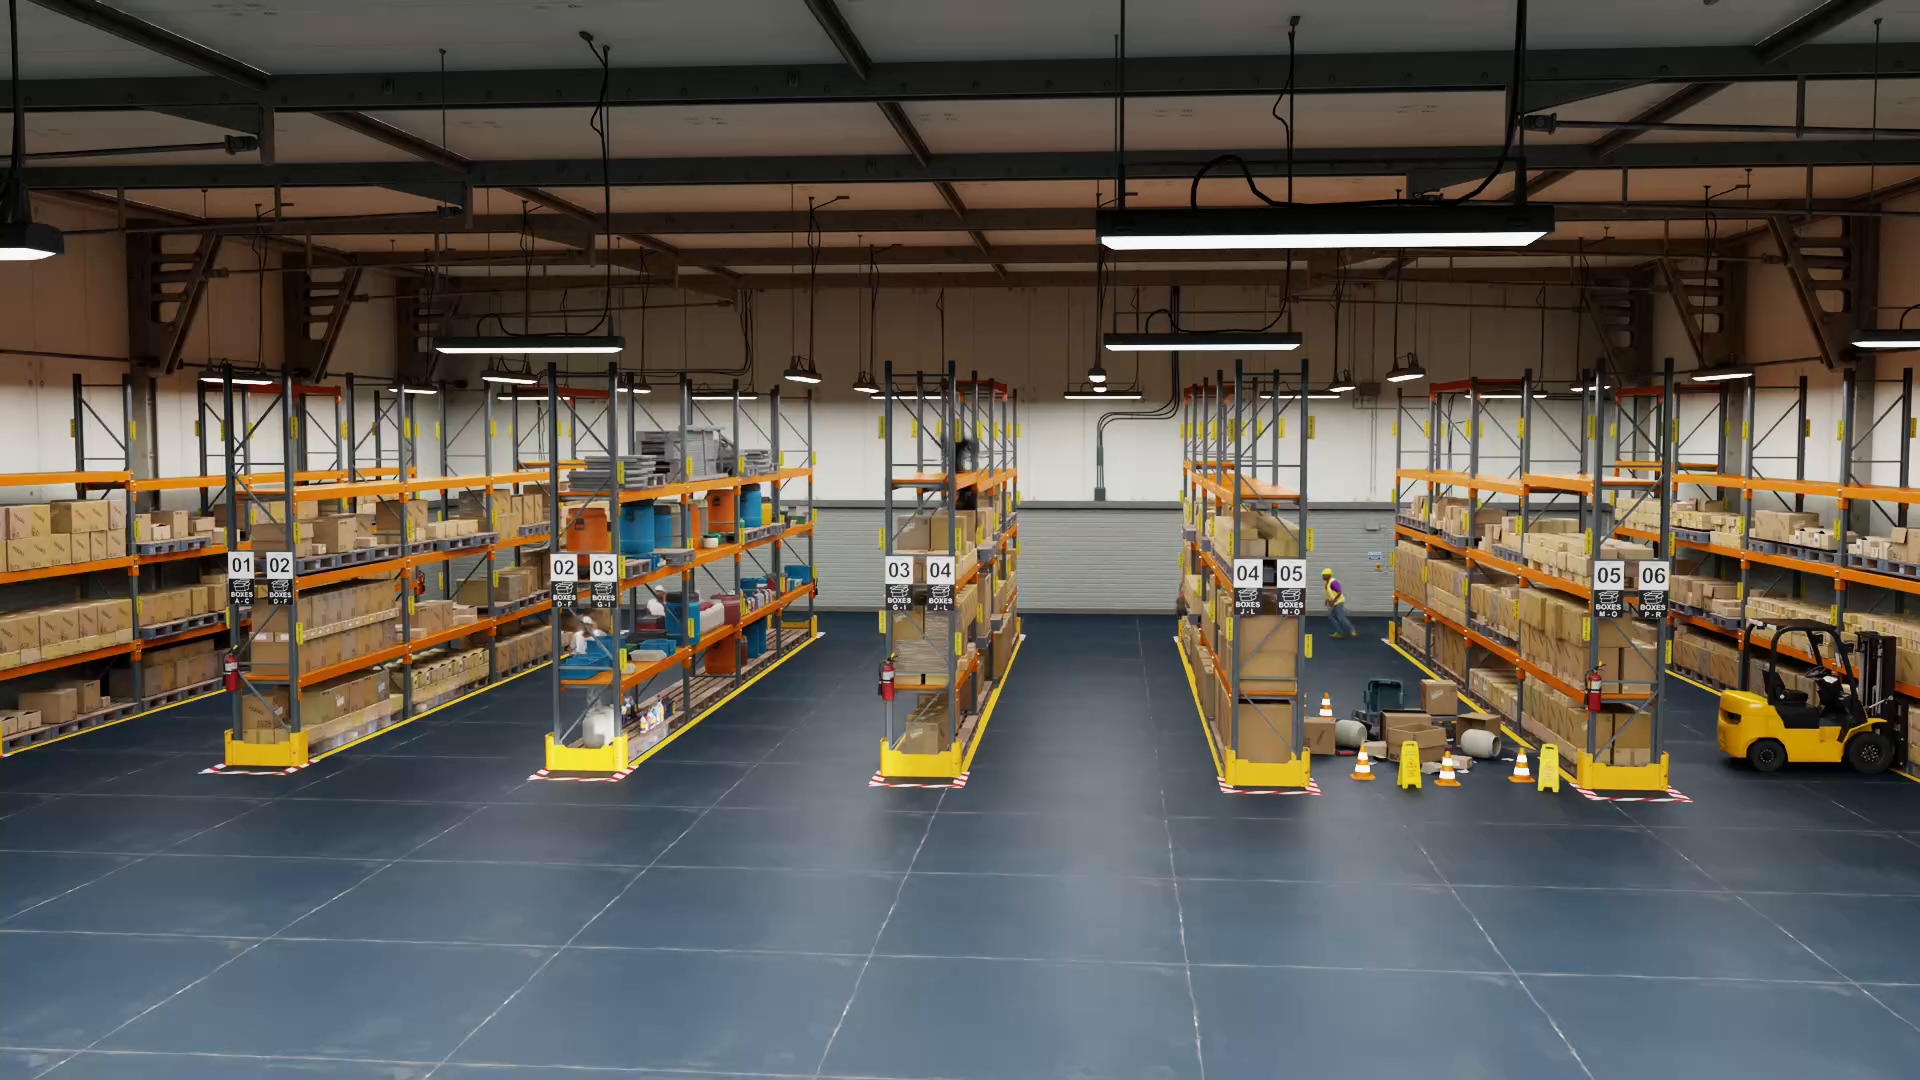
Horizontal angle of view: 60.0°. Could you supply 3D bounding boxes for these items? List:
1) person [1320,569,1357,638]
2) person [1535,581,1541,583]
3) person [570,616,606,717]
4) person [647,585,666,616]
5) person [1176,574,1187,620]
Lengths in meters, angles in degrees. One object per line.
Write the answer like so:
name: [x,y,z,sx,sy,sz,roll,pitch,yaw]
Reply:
person: [9.141,1.528,40.197,0.866,1.670,0.688,-1,4,-13]
person: [12.656,1.769,36.241,0.695,1.722,1.030,-1,4,-16]
person: [-6.441,2.190,28.994,0.646,1.757,1.037,1,4,11]
person: [-6.318,1.824,34.964,0.693,1.755,0.681,1,4,10]
person: [5.633,1.406,41.223,0.685,1.752,0.717,3,5,39]
